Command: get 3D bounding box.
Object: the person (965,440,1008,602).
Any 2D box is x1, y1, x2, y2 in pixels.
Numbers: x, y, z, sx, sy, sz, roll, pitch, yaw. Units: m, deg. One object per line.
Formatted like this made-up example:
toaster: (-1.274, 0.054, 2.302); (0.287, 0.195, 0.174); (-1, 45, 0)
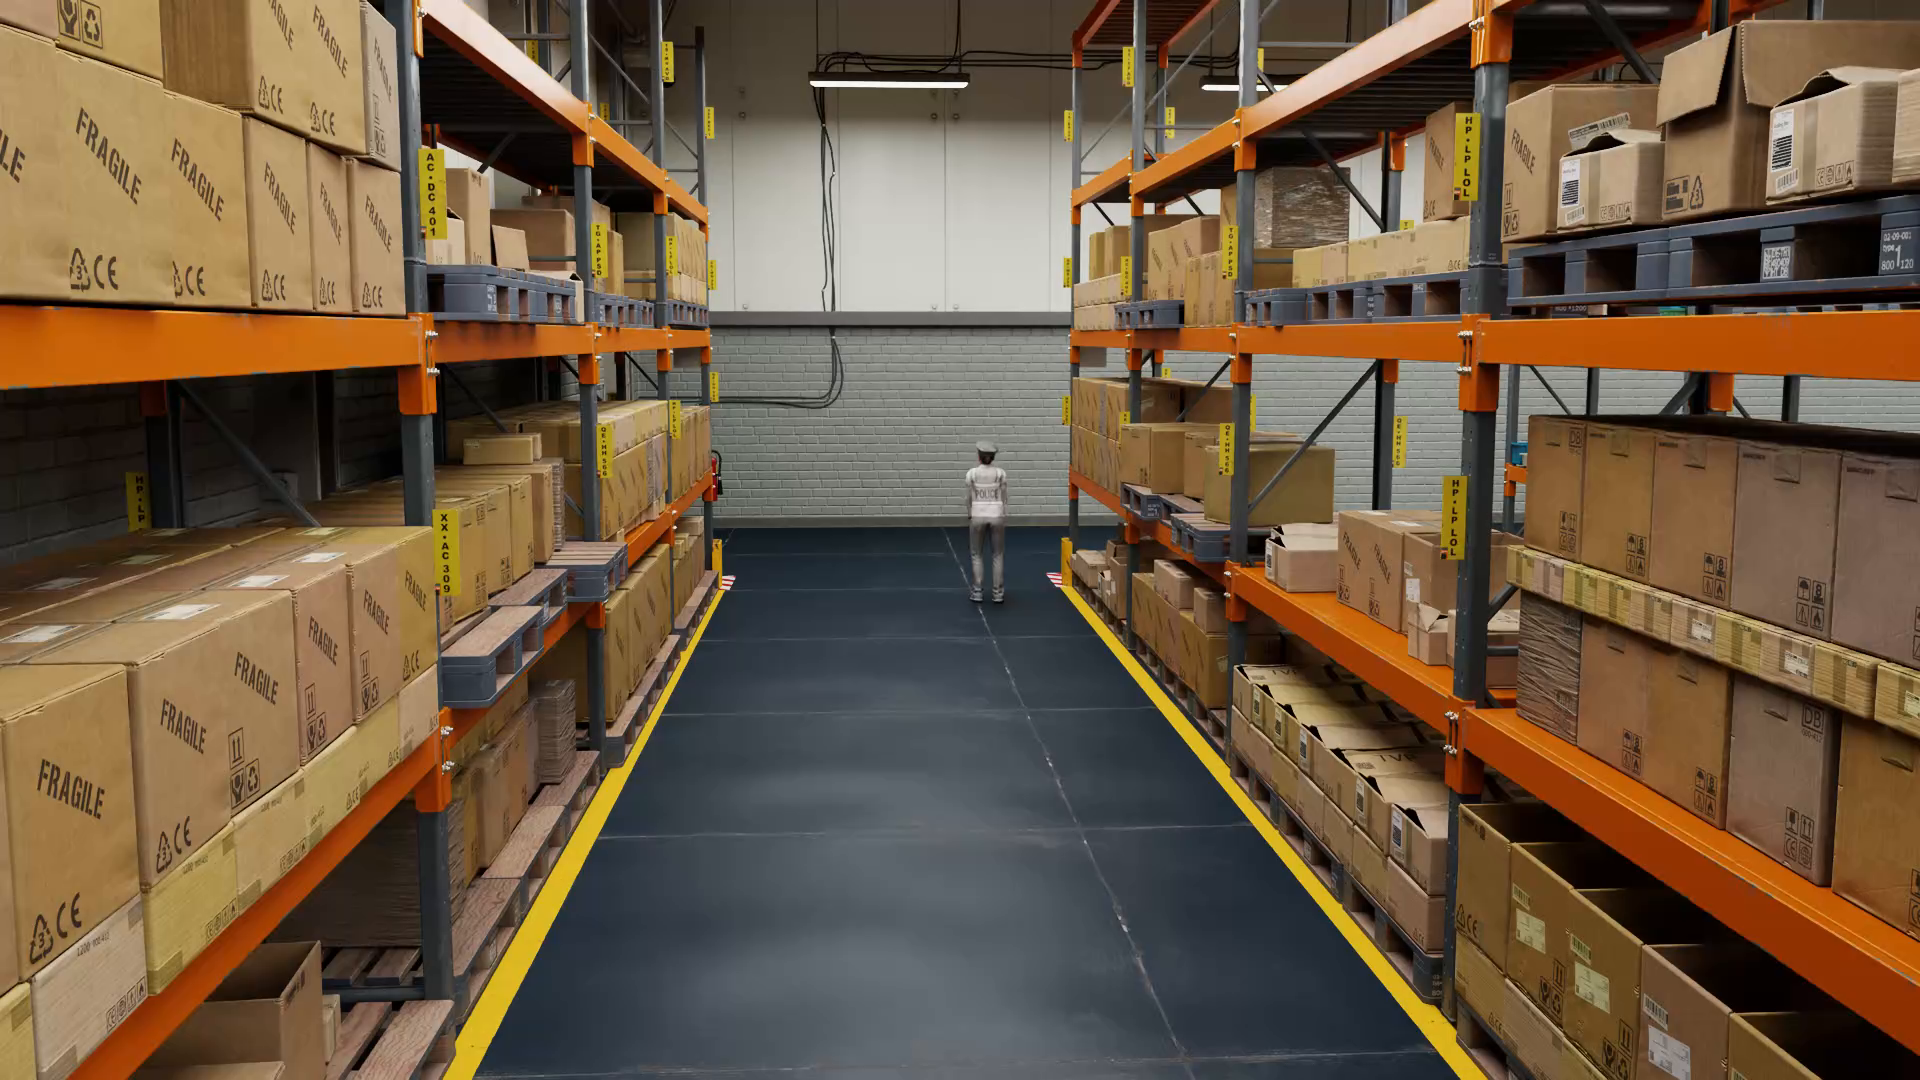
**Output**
person: (0.271, -0.201, 17.311); (0.446, 1.691, 0.518); (0, 7, -4)
